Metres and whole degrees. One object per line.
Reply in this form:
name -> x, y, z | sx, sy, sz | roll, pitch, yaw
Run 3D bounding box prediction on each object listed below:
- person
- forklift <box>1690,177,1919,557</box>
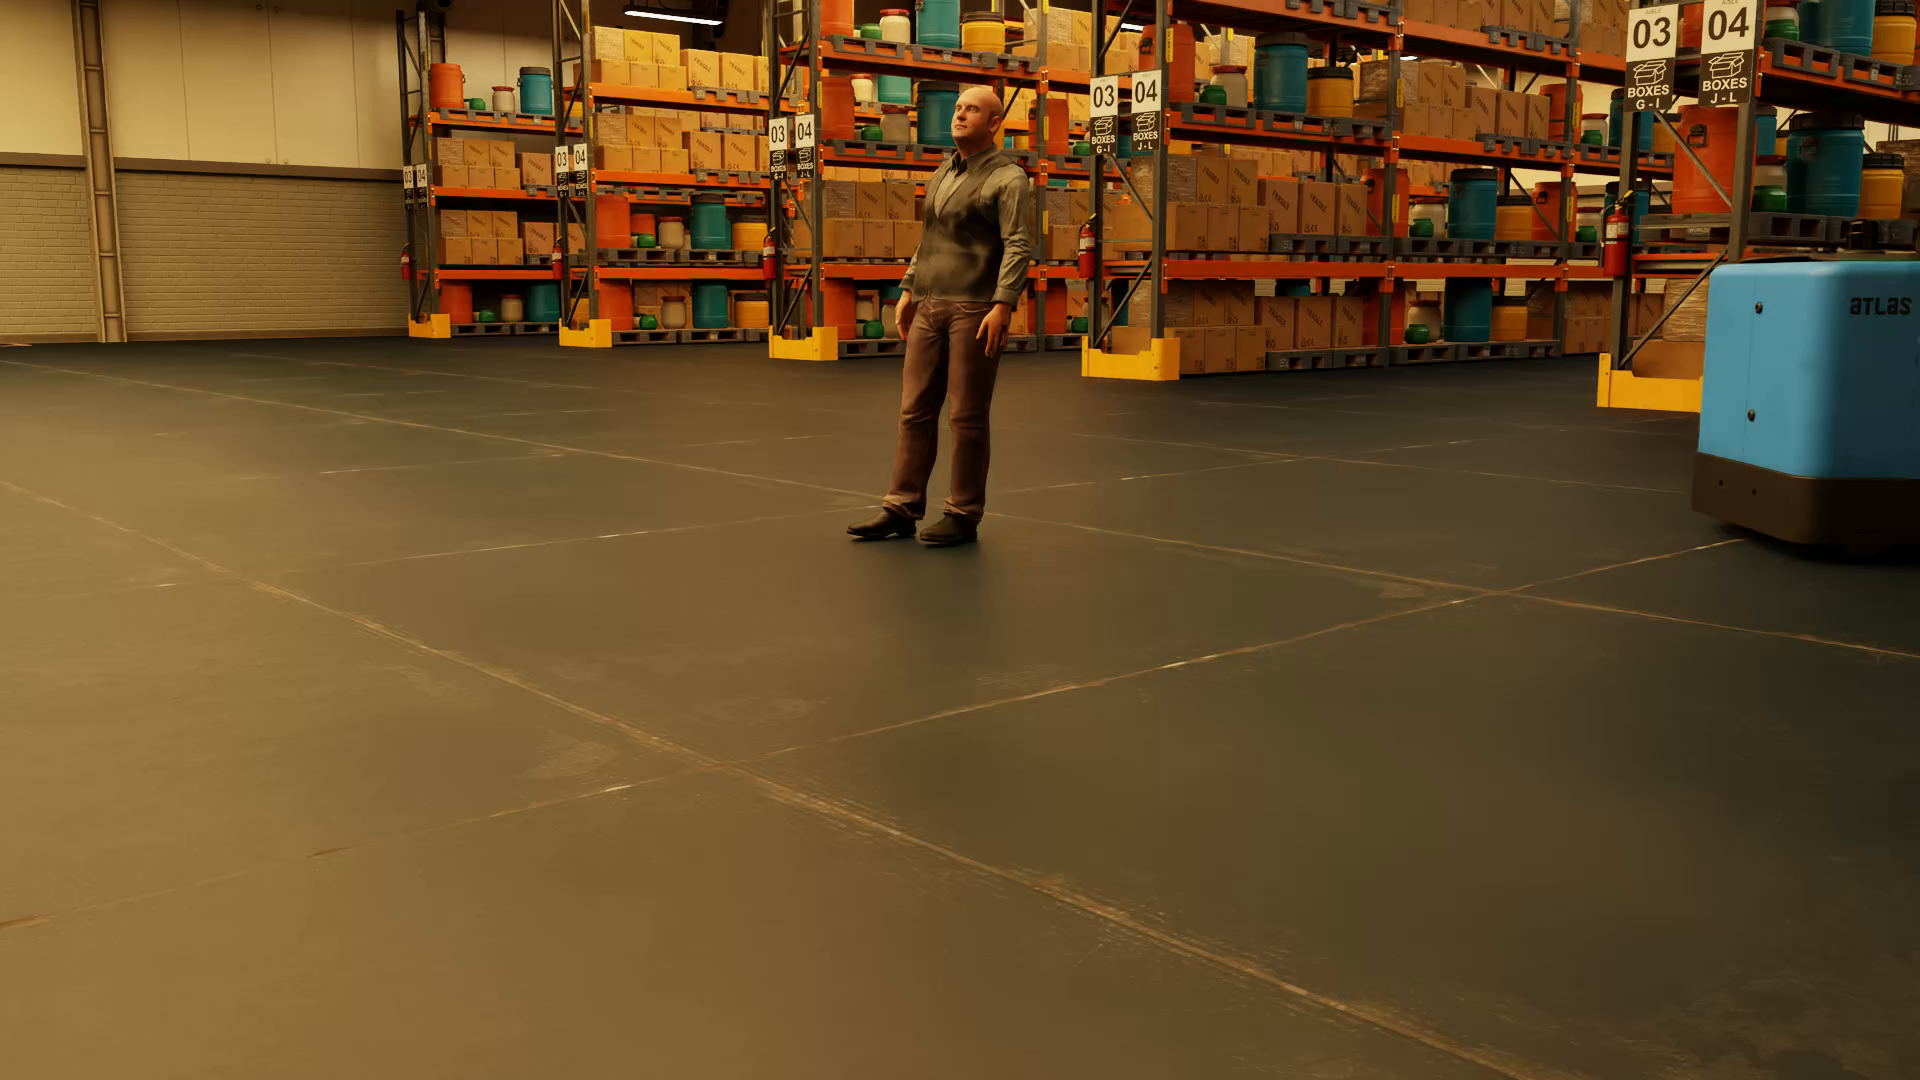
person -> -0.052, -0.853, 6.371 | 0.566, 1.722, 0.634 | -8, 12, -40
forklift -> 4.529, -1.431, 6.202 | 3.031, 2.935, 1.130 | 0, 9, 2
